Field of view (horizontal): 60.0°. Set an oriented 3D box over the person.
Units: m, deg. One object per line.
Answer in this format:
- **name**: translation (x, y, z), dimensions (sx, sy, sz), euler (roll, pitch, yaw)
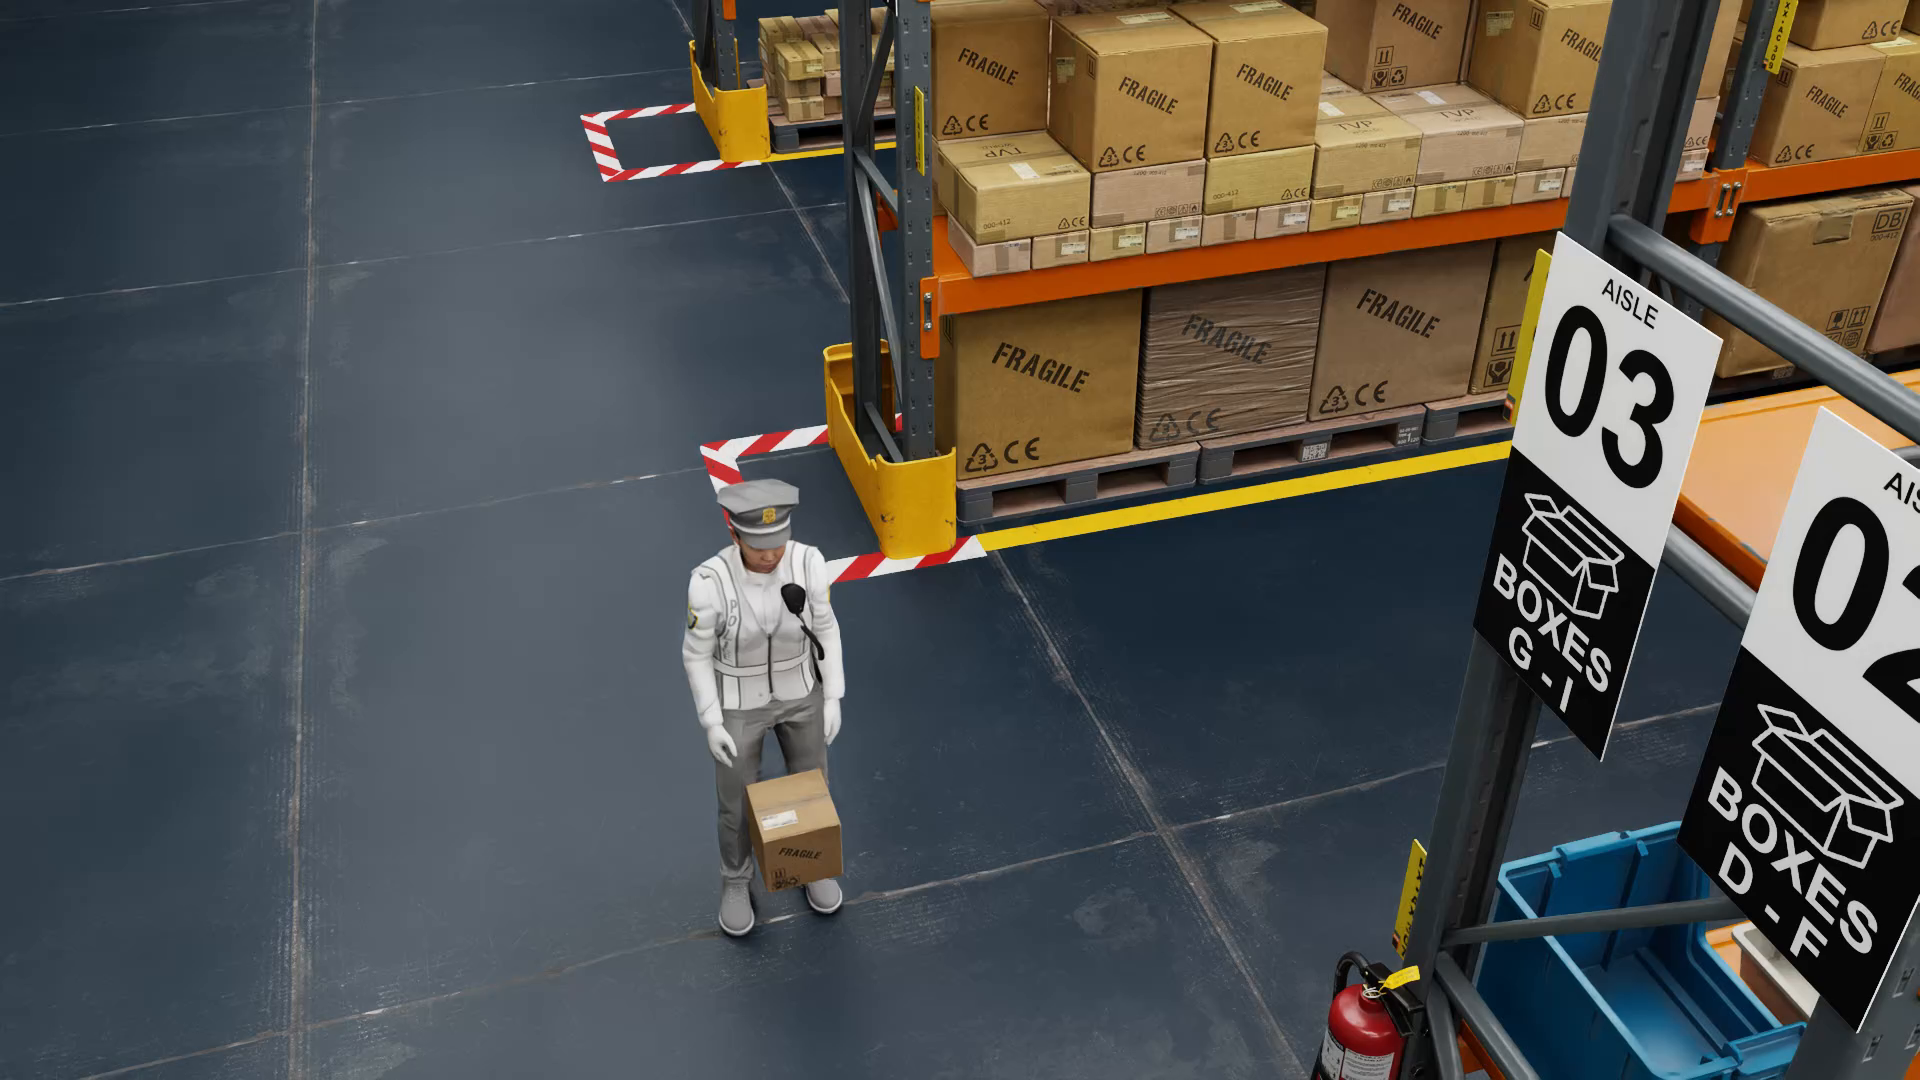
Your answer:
- **person**: translation (-0.615, 0.528, 5.354), dimensions (0.508, 1.670, 0.360), euler (-11, 36, -16)
